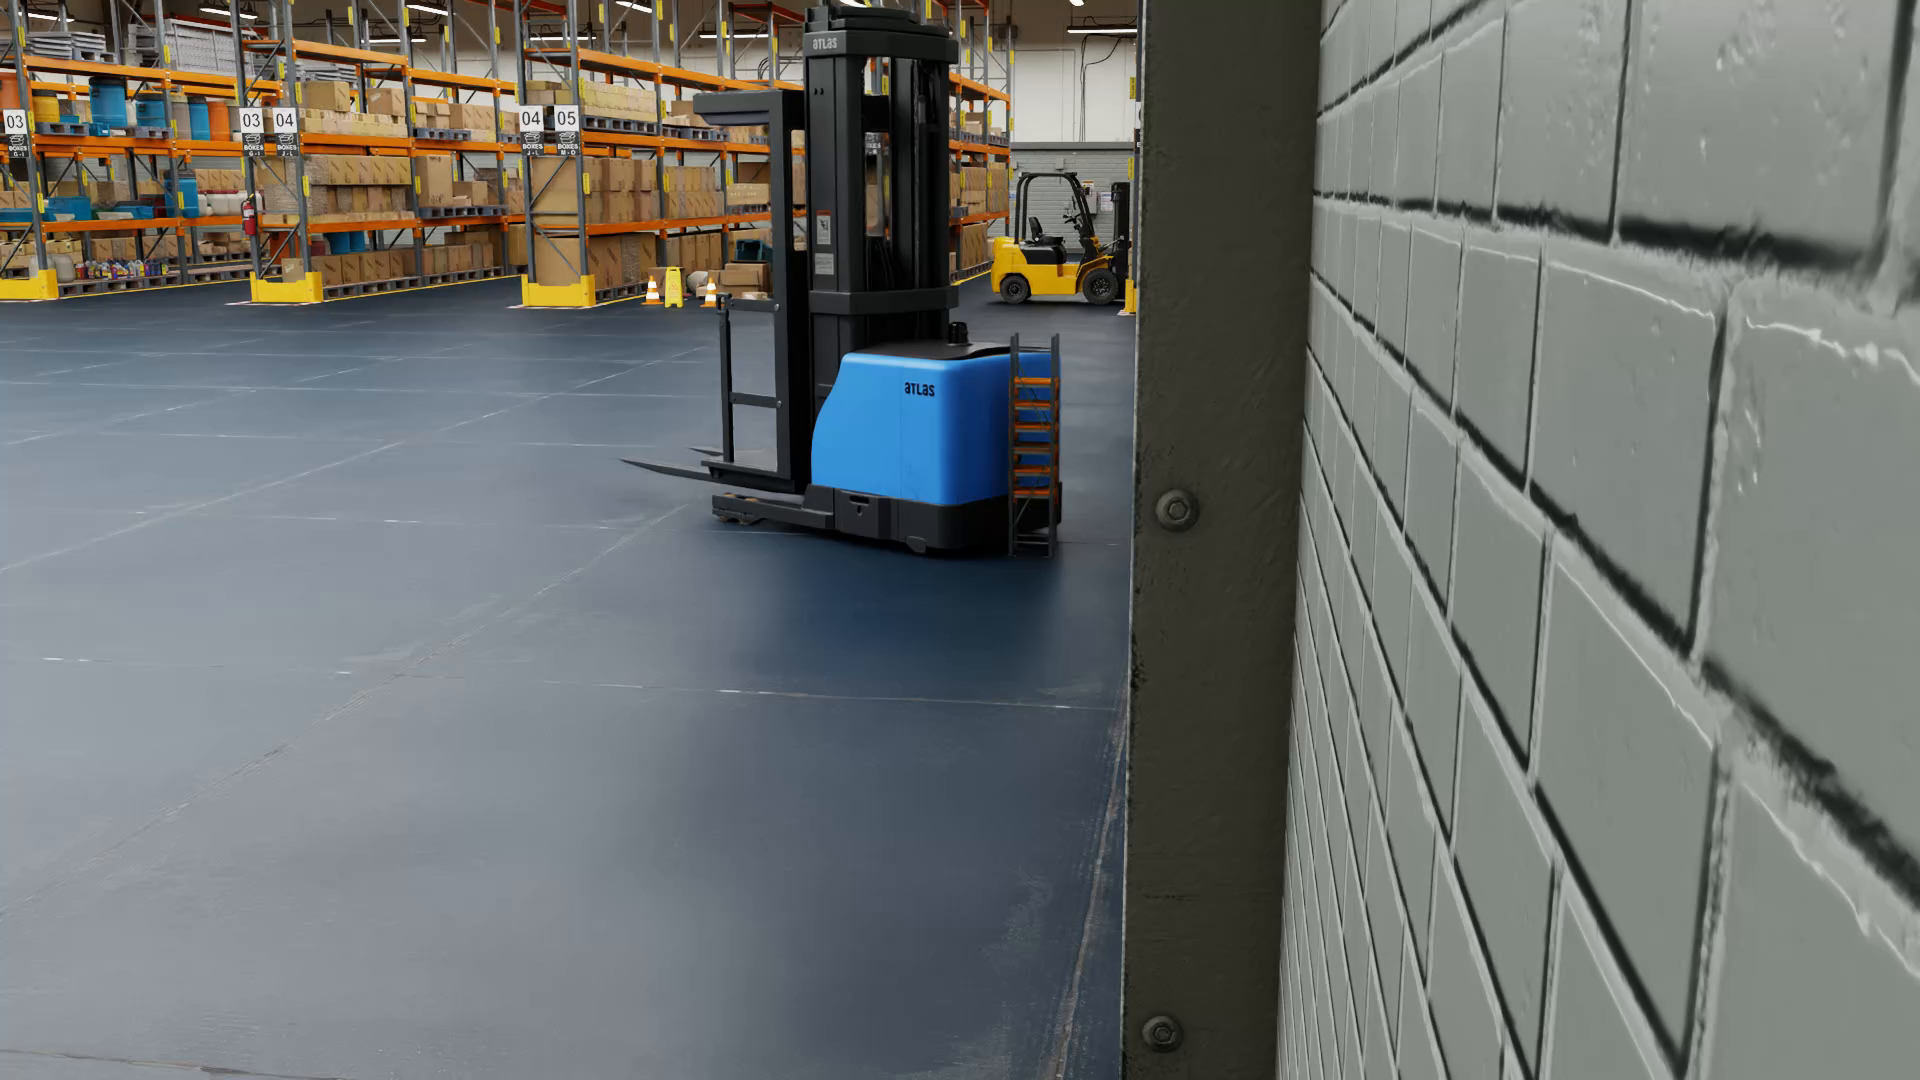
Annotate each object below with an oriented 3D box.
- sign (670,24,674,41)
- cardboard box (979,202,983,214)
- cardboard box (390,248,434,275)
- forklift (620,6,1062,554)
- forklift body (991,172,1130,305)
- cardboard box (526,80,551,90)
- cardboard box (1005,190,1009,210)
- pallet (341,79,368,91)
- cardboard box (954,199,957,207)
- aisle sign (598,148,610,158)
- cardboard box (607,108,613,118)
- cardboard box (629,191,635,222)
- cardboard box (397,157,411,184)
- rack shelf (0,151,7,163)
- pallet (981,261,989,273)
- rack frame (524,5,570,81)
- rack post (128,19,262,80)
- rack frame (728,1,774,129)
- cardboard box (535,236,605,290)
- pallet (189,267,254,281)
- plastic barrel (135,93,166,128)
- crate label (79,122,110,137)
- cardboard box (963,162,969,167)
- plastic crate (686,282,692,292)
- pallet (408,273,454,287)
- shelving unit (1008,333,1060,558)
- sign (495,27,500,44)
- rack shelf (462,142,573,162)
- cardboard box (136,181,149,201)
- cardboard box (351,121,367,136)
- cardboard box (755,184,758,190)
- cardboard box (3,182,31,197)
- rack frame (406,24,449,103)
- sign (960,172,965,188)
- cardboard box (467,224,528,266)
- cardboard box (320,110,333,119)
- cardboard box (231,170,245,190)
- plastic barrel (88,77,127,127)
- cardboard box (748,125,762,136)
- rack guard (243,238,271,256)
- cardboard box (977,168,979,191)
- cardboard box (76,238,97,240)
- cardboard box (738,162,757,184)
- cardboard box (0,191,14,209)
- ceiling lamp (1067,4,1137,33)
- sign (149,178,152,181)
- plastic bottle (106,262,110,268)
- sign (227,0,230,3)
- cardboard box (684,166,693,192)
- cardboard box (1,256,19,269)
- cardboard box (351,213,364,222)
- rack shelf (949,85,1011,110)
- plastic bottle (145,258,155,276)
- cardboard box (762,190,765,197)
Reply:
[{"bbox_3d":[-5.930,-10.462,34.274,0.100,0.325,0.005,2,12,9],"label":"sign"},{"bbox_3d":[0.231,-7.431,37.211,0.500,0.250,0.500,2,12,8],"label":"cardboard box"},{"bbox_3d":[-10.777,-5.488,32.727,0.700,0.500,0.500,1,12,4],"label":"cardboard box"},{"bbox_3d":[-0.862,-1.592,9.924,3.031,2.935,1.130,10,16,39],"label":"forklift"},{"bbox_3d":[1.679,-5.093,28.019,2.313,2.155,1.214,2,12,9],"label":"forklift body"},{"bbox_3d":[-6.906,-7.422,27.161,0.380,0.149,0.250,2,12,9],"label":"cardboard box"},{"bbox_3d":[0.932,-8.484,41.505,0.500,0.500,0.500,2,12,9],"label":"cardboard box"},{"bbox_3d":[-14.653,-10.665,39.018,1.003,0.211,1.213,2,12,9],"label":"pallet"},{"bbox_3d":[-0.267,-6.774,33.404,0.380,0.149,0.250,2,12,8],"label":"cardboard box"},{"bbox_3d":[-9.332,-10.161,43.352,0.394,0.787,0.004,2,12,9],"label":"aisle sign"},{"bbox_3d":[-6.098,-7.222,28.127,0.380,0.149,0.250,2,12,9],"label":"cardboard box"},{"bbox_3d":[-6.314,-5.958,29.664,0.875,0.550,0.550,2,12,9],"label":"cardboard box"},{"bbox_3d":[-10.690,-6.948,31.297,0.500,0.500,0.500,2,12,9],"label":"cardboard box"},{"bbox_3d":[-24.653,-9.213,39.710,1.077,0.370,4.000,2,12,9],"label":"rack shelf"},{"bbox_3d":[0.086,-6.186,37.695,1.003,0.211,1.213,2,12,9],"label":"pallet"},{"bbox_3d":[-9.662,-10.966,39.016,1.000,3.000,0.127,2,12,9],"label":"rack frame"},{"bbox_3d":[-15.569,-9.971,33.927,1.013,1.000,3.121,2,12,9],"label":"rack post"},{"bbox_3d":[-4.777,-10.784,38.172,1.000,3.000,0.127,2,12,9],"label":"rack frame"},{"bbox_3d":[-6.583,-4.663,28.058,0.875,0.875,0.875,2,12,9],"label":"cardboard box"},{"bbox_3d":[-15.519,-5.584,34.905,1.003,0.211,1.213,2,12,9],"label":"pallet"},{"bbox_3d":[-15.923,-8.352,32.820,0.600,0.901,0.708,2,12,9],"label":"plastic barrel"},{"bbox_3d":[-15.787,-7.468,30.259,0.502,0.251,0.408,2,12,9],"label":"crate label"},{"bbox_3d":[0.011,-8.692,38.557,0.380,0.149,0.250,2,12,10],"label":"cardboard box"},{"bbox_3d":[-4.739,-4.761,31.002,0.450,0.188,0.662,-3,8,40],"label":"plastic crate"},{"bbox_3d":[-10.774,-5.167,32.966,1.003,0.211,1.213,2,12,9],"label":"pallet"},{"bbox_3d":[0.402,-0.511,9.015,0.258,1.200,0.189,2,12,10],"label":"shelving unit"},{"bbox_3d":[-9.740,-10.613,34.973,0.100,0.325,0.005,2,12,9],"label":"sign"},{"bbox_3d":[-9.970,-8.731,37.476,1.077,0.370,4.000,2,12,9],"label":"rack shelf"},{"bbox_3d":[-19.661,-8.239,39.370,0.700,0.500,0.500,-1,12,-6],"label":"cardboard box"},{"bbox_3d":[-10.950,-7.339,29.663,0.500,0.250,0.500,2,12,10],"label":"cardboard box"},{"bbox_3d":[-4.768,-7.970,37.544,0.380,0.149,0.250,2,12,8],"label":"cardboard box"},{"bbox_3d":[-24.246,-8.773,42.372,0.980,0.700,0.700,2,12,10],"label":"cardboard box"},{"bbox_3d":[-13.941,-11.959,43.624,1.000,3.000,0.127,2,12,9],"label":"rack frame"},{"bbox_3d":[0.052,-7.391,34.108,0.100,0.325,0.005,2,12,9],"label":"sign"},{"bbox_3d":[-10.151,-6.510,36.627,1.225,0.875,0.875,1,12,6],"label":"cardboard box"},{"bbox_3d":[-11.072,-7.335,28.696,0.380,0.149,0.250,2,12,11],"label":"cardboard box"},{"bbox_3d":[-18.863,-9.303,42.932,0.500,0.500,0.500,2,12,10],"label":"cardboard box"},{"bbox_3d":[-16.045,-8.241,31.307,0.600,0.901,0.708,2,12,9],"label":"plastic barrel"},{"bbox_3d":[-4.944,-9.496,38.084,0.700,0.500,0.500,2,12,9],"label":"cardboard box"},{"bbox_3d":[-18.847,-7.950,45.194,1.175,0.500,0.348,2,12,9],"label":"rack guard"},{"bbox_3d":[0.140,-7.936,36.585,0.500,0.500,0.500,2,12,10],"label":"cardboard box"},{"bbox_3d":[-20.153,-6.717,38.433,0.500,0.500,0.500,2,12,11],"label":"cardboard box"},{"bbox_3d":[-4.972,-8.641,39.152,0.500,0.500,0.500,1,12,7],"label":"cardboard box"},{"bbox_3d":[-20.388,-7.112,35.135,0.500,0.500,0.500,2,12,9],"label":"cardboard box"},{"bbox_3d":[3.762,-14.804,42.971,2.000,3.185,0.800,2,12,9],"label":"ceiling lamp"},{"bbox_3d":[-19.987,-8.794,41.124,0.100,0.325,0.005,2,12,9],"label":"sign"},{"bbox_3d":[-16.335,-5.184,31.859,0.097,0.271,0.097,0,12,0],"label":"plastic bottle"},{"bbox_3d":[-12.053,-9.024,27.413,0.100,0.325,0.005,2,12,9],"label":"sign"},{"bbox_3d":[-5.702,-7.145,32.914,0.700,0.500,0.500,2,12,8],"label":"cardboard box"},{"bbox_3d":[-20.217,-5.841,35.005,0.500,0.250,0.500,1,12,7],"label":"cardboard box"},{"bbox_3d":[-10.902,-5.773,29.757,0.380,0.149,0.250,2,12,9],"label":"cardboard box"},{"bbox_3d":[0.437,-10.514,39.576,1.077,0.370,4.000,2,12,9],"label":"rack shelf"},{"bbox_3d":[-15.630,-5.265,32.047,0.144,0.351,0.185,1,12,6],"label":"plastic bottle"},{"bbox_3d":[-4.682,-7.935,38.087,0.380,0.149,0.250,2,12,9],"label":"cardboard box"}]
